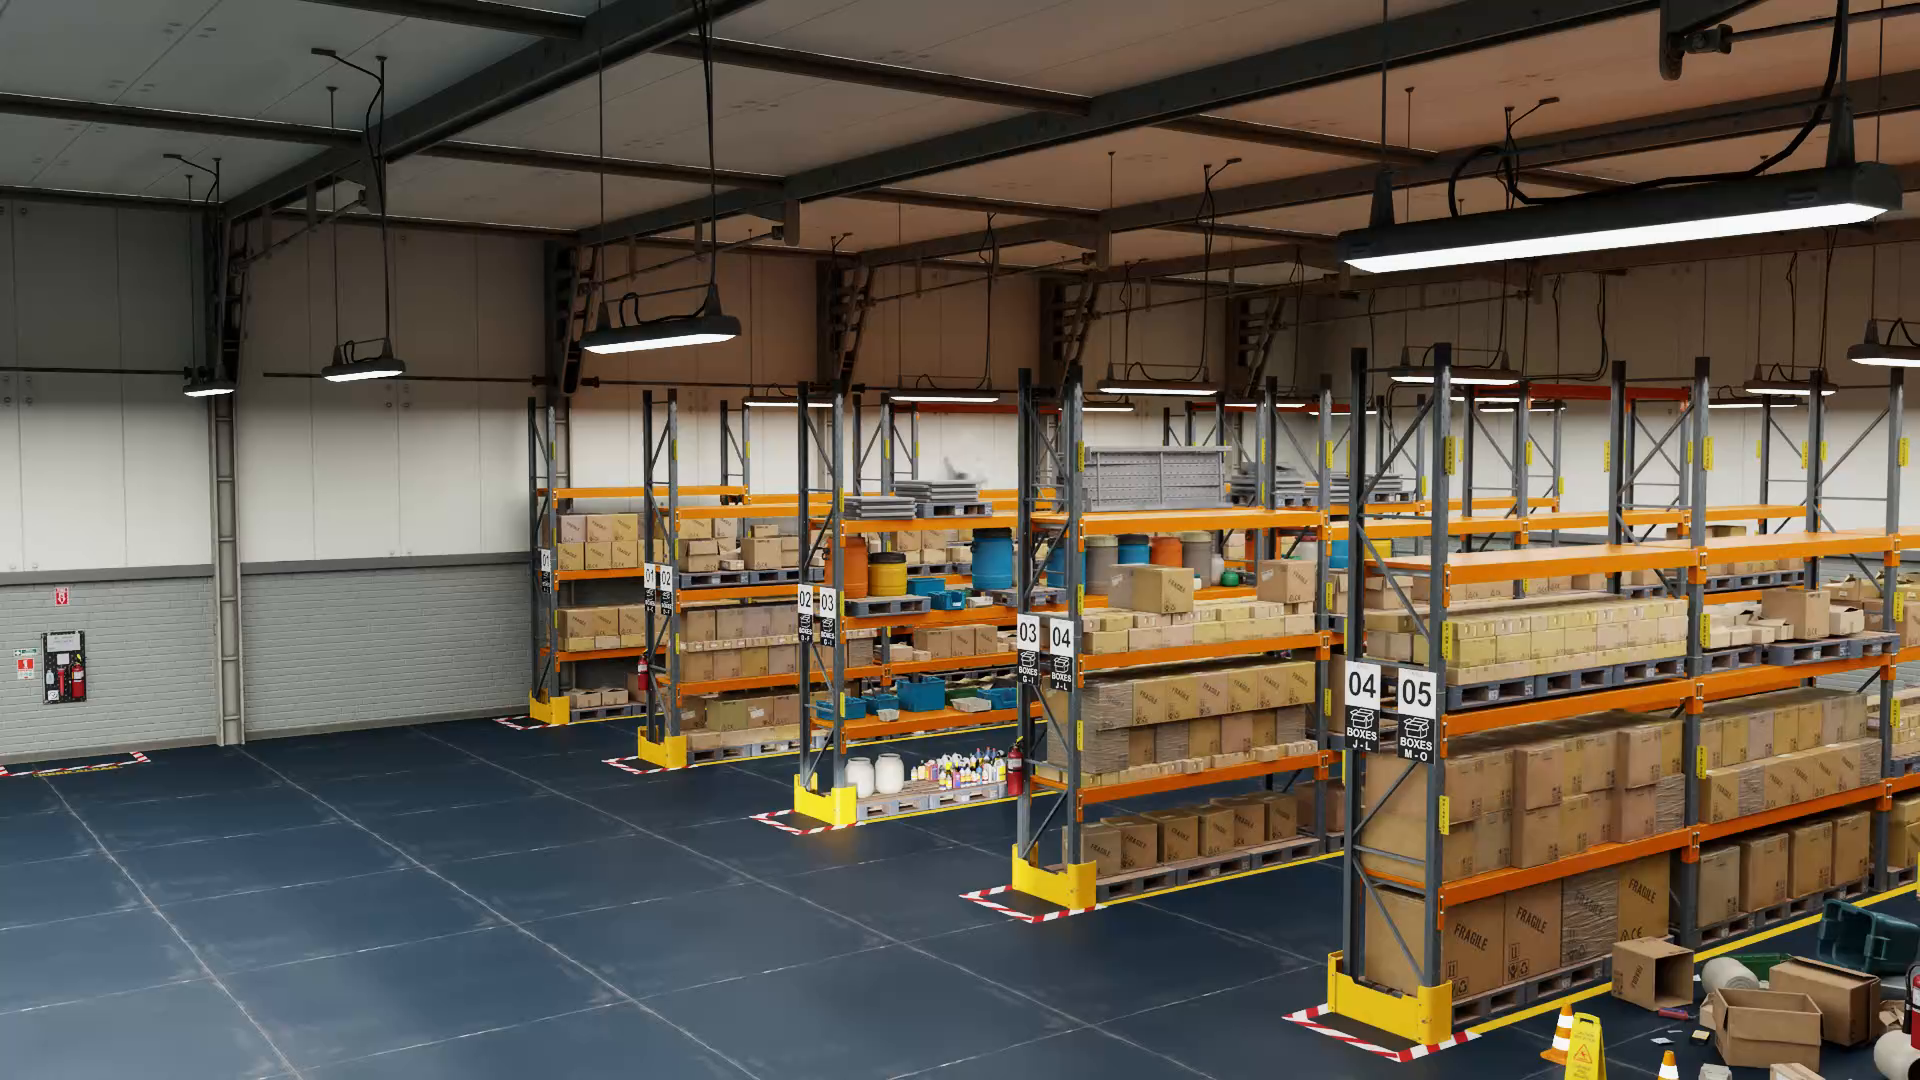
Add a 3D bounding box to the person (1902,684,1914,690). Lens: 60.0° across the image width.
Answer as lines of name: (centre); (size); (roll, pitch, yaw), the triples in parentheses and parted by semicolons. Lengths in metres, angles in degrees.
person: (13.628, 2.899, 23.976); (0.921, 1.645, 0.574); (-3, 4, -37)
